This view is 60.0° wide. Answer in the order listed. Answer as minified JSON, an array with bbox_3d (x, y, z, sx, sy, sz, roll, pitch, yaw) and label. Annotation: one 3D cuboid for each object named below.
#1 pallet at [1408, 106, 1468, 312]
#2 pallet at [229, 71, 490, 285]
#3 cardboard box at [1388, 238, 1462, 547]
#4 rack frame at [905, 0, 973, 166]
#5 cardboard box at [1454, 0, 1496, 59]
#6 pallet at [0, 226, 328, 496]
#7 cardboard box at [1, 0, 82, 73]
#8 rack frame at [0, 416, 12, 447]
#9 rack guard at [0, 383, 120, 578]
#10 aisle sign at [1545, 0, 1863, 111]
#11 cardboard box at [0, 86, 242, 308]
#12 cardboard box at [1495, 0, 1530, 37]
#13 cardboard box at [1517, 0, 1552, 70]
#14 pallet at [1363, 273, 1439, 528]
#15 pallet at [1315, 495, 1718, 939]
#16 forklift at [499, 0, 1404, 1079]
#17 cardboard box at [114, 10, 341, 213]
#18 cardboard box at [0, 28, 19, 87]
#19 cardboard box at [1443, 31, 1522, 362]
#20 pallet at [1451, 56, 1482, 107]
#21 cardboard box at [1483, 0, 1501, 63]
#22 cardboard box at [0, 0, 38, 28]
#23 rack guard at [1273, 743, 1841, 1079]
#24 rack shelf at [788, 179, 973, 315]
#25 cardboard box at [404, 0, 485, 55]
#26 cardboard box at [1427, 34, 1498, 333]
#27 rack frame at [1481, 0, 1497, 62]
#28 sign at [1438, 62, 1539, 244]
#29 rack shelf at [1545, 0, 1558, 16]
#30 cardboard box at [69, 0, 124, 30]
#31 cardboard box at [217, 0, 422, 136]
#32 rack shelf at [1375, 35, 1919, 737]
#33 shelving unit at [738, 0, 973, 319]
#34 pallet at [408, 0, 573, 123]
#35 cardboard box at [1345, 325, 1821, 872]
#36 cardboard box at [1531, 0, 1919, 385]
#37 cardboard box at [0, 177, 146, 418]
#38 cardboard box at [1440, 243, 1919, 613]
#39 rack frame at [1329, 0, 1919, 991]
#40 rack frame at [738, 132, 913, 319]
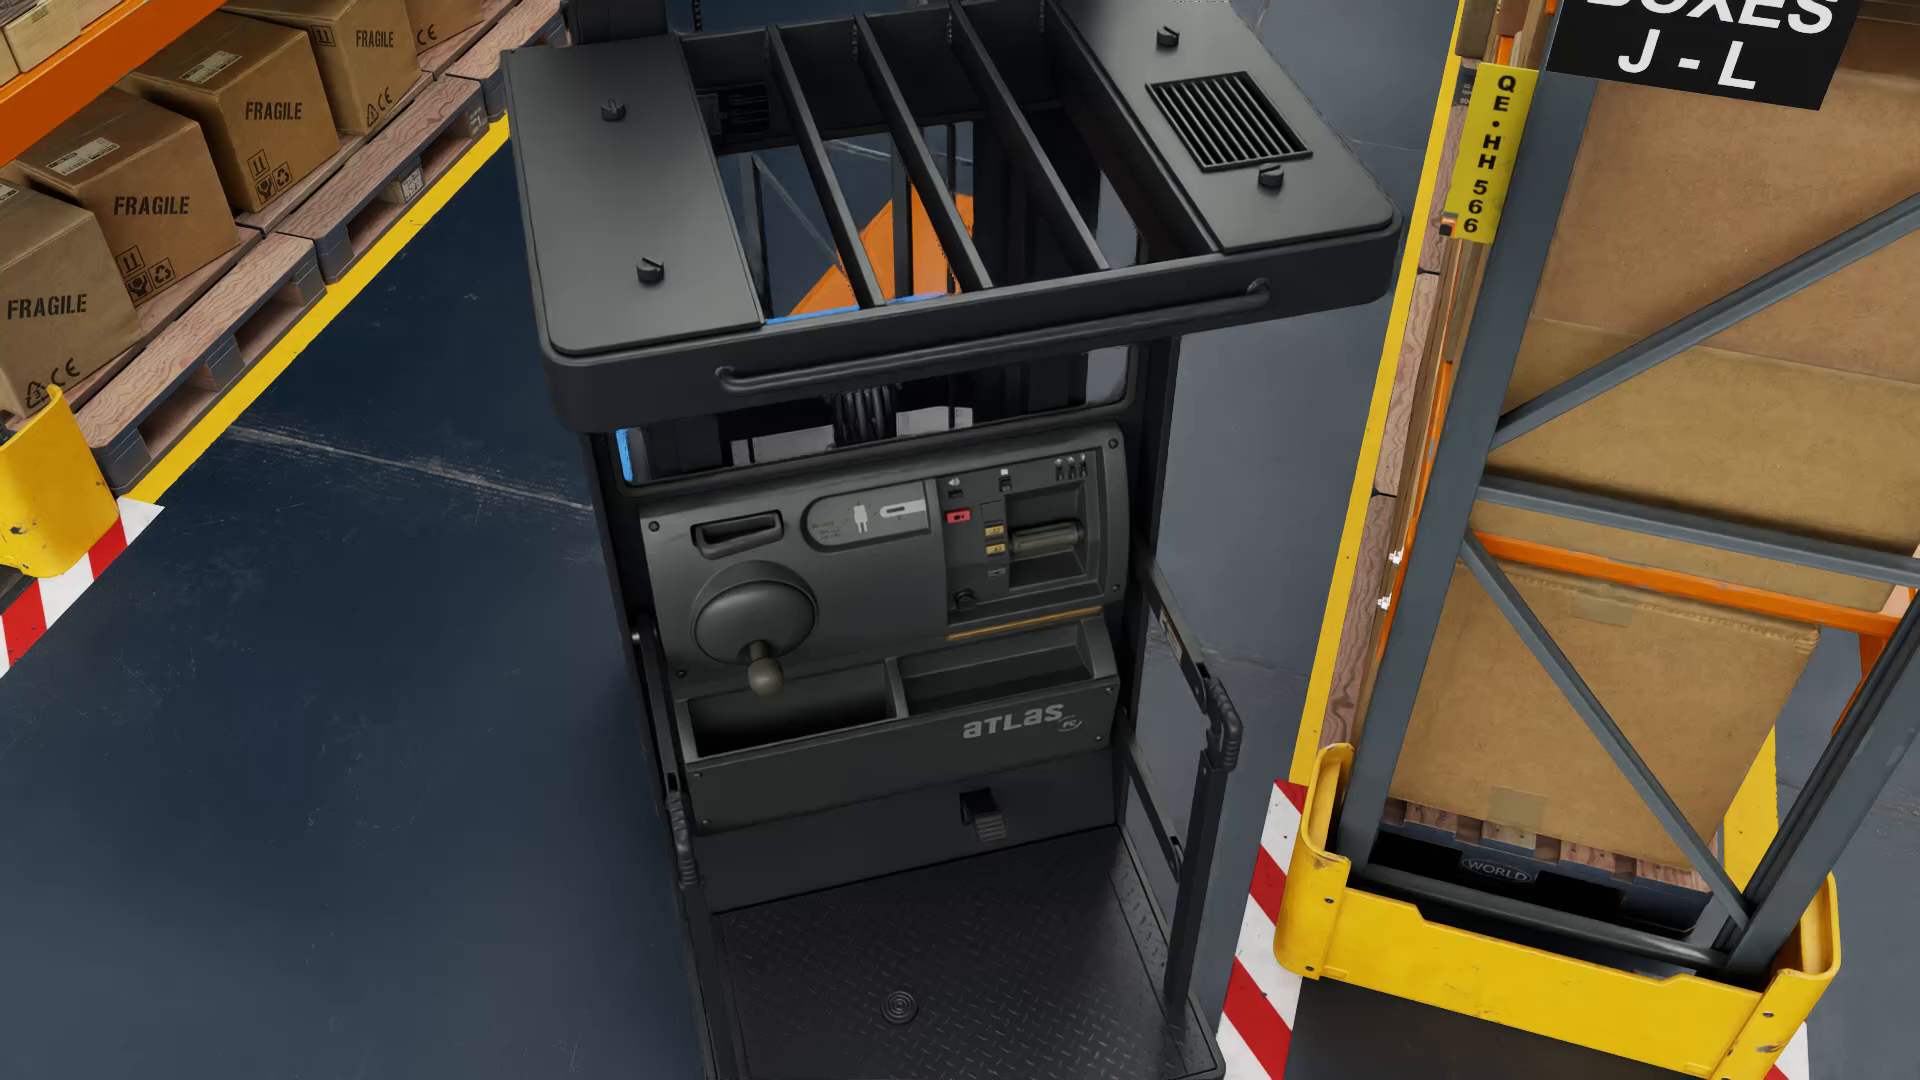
[{"bbox_3d":[2.296,-1.192,6.317,1.003,0.211,1.213,13,46,13],"label":"pallet"},{"bbox_3d":[-2.633,-1.529,6.662,1.003,0.211,1.213,13,46,13],"label":"pallet"},{"bbox_3d":[1.796,-0.456,4.790,0.875,0.875,0.875,12,46,12],"label":"cardboard box"},{"bbox_3d":[0.064,-1.221,5.426,0.500,1.500,0.032,18,47,17],"label":"rack frame"},{"bbox_3d":[2.703,-2.458,6.925,1.050,0.750,0.750,12,46,12],"label":"cardboard box"},{"bbox_3d":[-3.004,-0.718,5.833,1.003,0.211,1.213,13,46,13],"label":"pallet"},{"bbox_3d":[-2.810,-1.506,4.824,0.380,0.149,0.250,13,46,13],"label":"cardboard box"},{"bbox_3d":[-3.307,-1.130,4.261,1.000,3.000,0.127,13,46,13],"label":"rack frame"},{"bbox_3d":[-3.284,-0.288,5.187,1.175,0.500,0.348,13,46,13],"label":"rack guard"},{"bbox_3d":[1.082,-0.958,2.226,0.394,0.787,0.004,13,46,13],"label":"aisle sign"},{"bbox_3d":[-2.954,-1.206,5.824,0.500,0.500,0.500,24,49,23],"label":"cardboard box"},{"bbox_3d":[2.080,-1.777,4.815,0.875,0.550,0.550,13,46,13],"label":"cardboard box"},{"bbox_3d":[1.617,-1.077,3.327,0.875,0.550,0.550,13,46,13],"label":"cardboard box"},{"bbox_3d":[1.928,-0.376,5.483,1.003,0.211,1.213,13,46,13],"label":"pallet"},{"bbox_3d":[1.557,0.435,4.655,1.003,0.211,1.213,13,46,13],"label":"pallet"},{"bbox_3d":[-0.068,0.130,3.022,1.130,2.935,3.031,-11,45,-11],"label":"forklift"},{"bbox_3d":[-2.746,-1.619,6.247,0.500,0.500,0.500,17,47,16],"label":"cardboard box"},{"bbox_3d":[-2.900,-1.343,4.657,0.380,0.149,0.250,13,46,13],"label":"cardboard box"},{"bbox_3d":[1.604,-0.694,3.708,0.875,0.550,0.550,13,46,13],"label":"cardboard box"},{"bbox_3d":[2.762,-2.212,7.360,1.003,0.211,1.213,13,46,13],"label":"pallet"},{"bbox_3d":[2.343,-1.665,6.026,0.875,0.875,0.875,13,46,13],"label":"cardboard box"},{"bbox_3d":[-3.114,-1.633,4.490,0.875,0.500,0.500,13,46,13],"label":"cardboard box"},{"bbox_3d":[1.382,0.897,3.976,1.175,0.500,0.348,13,46,13],"label":"rack guard"},{"bbox_3d":[-0.149,-0.769,5.221,0.538,0.185,1.000,18,47,17],"label":"rack shelf"},{"bbox_3d":[-2.421,-2.412,7.057,0.500,0.500,0.500,27,50,25],"label":"cardboard box"},{"bbox_3d":[2.074,-1.063,5.411,0.875,0.875,0.875,13,46,13],"label":"cardboard box"},{"bbox_3d":[2.601,-2.679,5.843,1.000,3.000,0.127,13,46,13],"label":"rack frame"},{"bbox_3d":[0.876,-0.635,2.757,0.100,0.325,0.005,13,46,13],"label":"sign"},{"bbox_3d":[1.995,-2.161,3.683,1.077,0.370,4.000,13,46,13],"label":"rack shelf"},{"bbox_3d":[-2.754,-1.677,4.999,0.380,0.149,0.250,13,46,13],"label":"cardboard box"},{"bbox_3d":[-2.534,-1.981,6.617,0.500,0.500,0.500,9,45,9],"label":"cardboard box"},{"bbox_3d":[1.995,-1.089,4.732,1.077,0.370,4.000,13,46,13],"label":"rack shelf"},{"bbox_3d":[-0.145,-0.904,5.101,0.587,1.500,1.083,18,47,17],"label":"shelving unit"},{"bbox_3d":[-2.266,-2.345,7.495,1.003,0.211,1.213,13,46,13],"label":"pallet"},{"bbox_3d":[1.532,0.131,4.191,0.875,0.875,0.875,13,46,13],"label":"cardboard box"},{"bbox_3d":[1.539,-0.691,2.932,0.875,0.550,0.550,13,46,13],"label":"cardboard box"},{"bbox_3d":[-3.102,-0.800,5.410,0.500,0.500,0.500,21,48,20],"label":"cardboard box"},{"bbox_3d":[1.458,-0.323,3.328,0.875,0.550,0.550,13,46,13],"label":"cardboard box"},{"bbox_3d":[1.389,-0.013,3.118,1.000,3.000,0.127,13,46,13],"label":"rack frame"},{"bbox_3d":[-0.361,-0.575,4.765,0.500,1.500,0.032,18,47,17],"label":"rack frame"}]
